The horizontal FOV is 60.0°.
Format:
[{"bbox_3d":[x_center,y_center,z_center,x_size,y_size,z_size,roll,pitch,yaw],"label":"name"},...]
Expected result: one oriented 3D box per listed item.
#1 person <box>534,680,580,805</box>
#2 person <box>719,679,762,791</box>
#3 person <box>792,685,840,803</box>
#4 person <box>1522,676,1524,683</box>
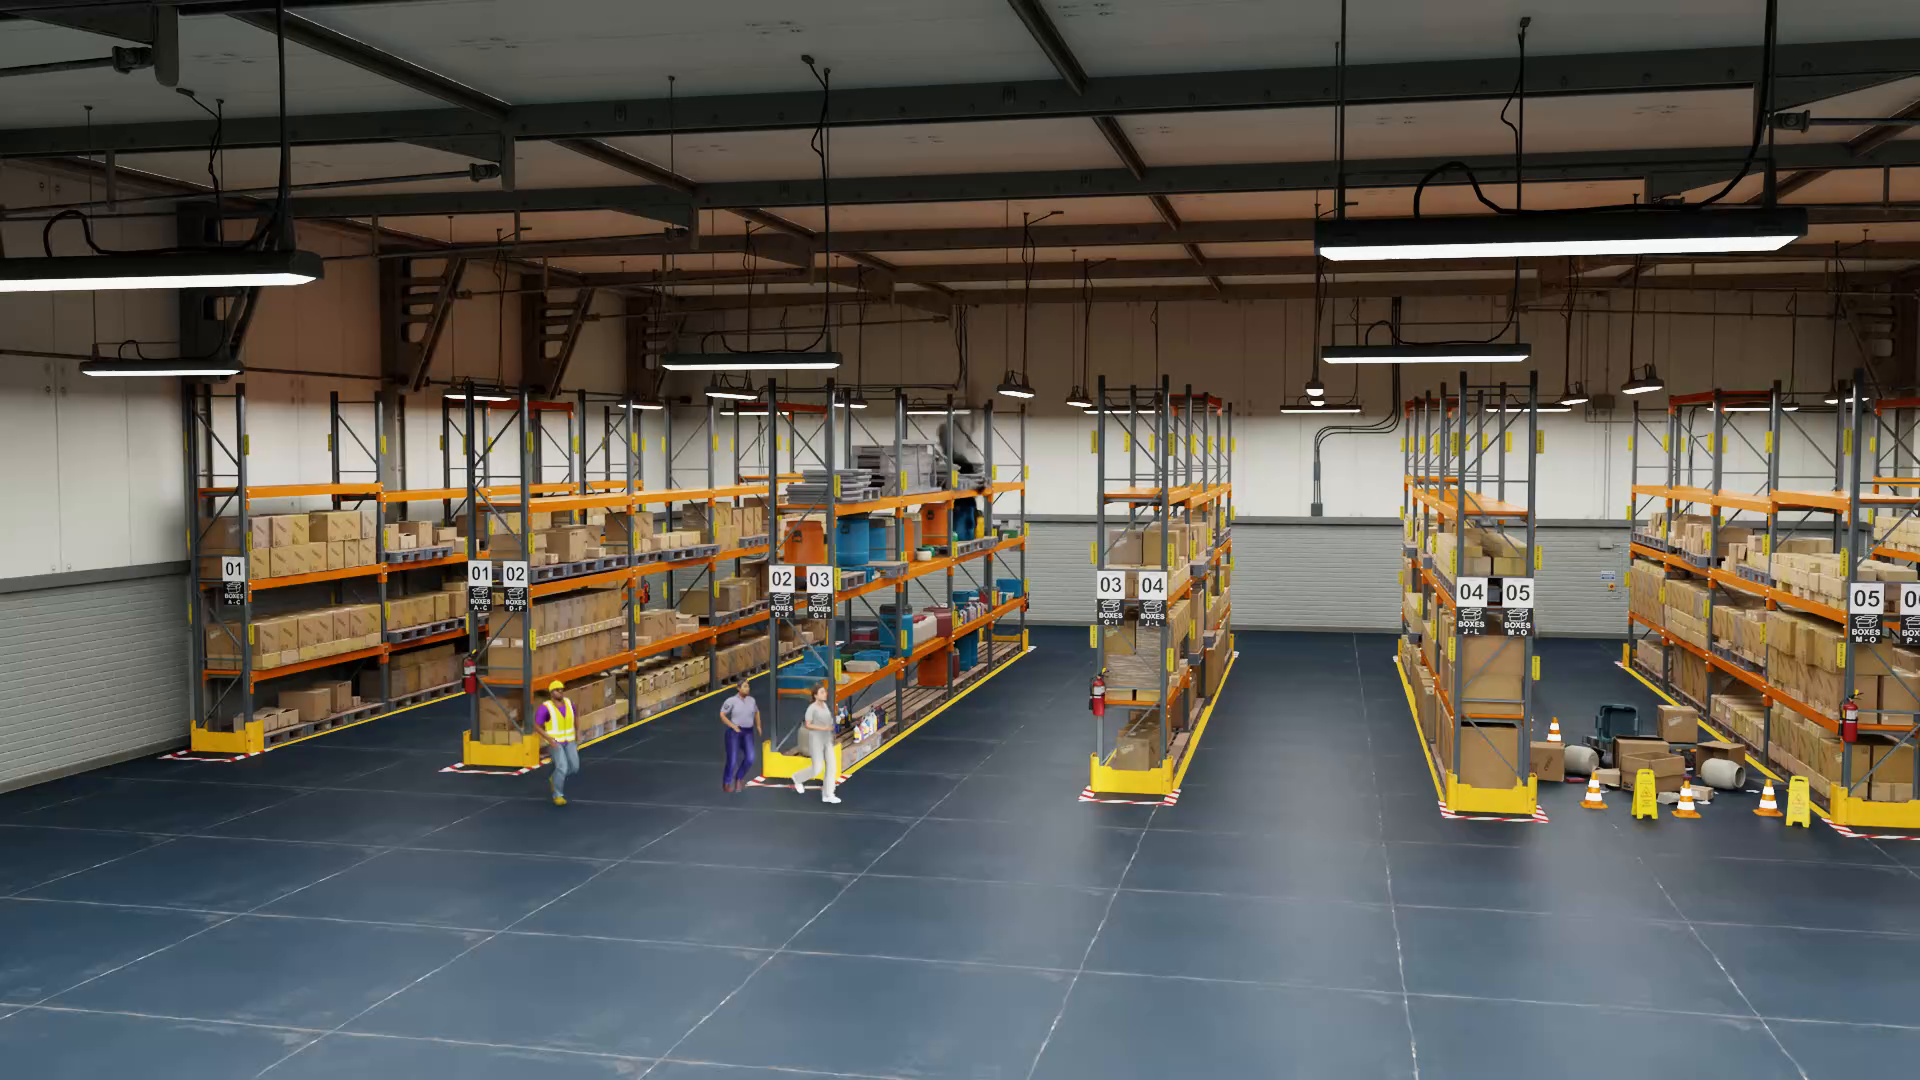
[{"bbox_3d":[-5.591,2.817,23.213,0.541,1.727,0.700,3,5,45],"label":"person"},{"bbox_3d":[-3.139,2.826,24.030,0.679,1.607,0.554,-2,4,-30],"label":"person"},{"bbox_3d":[-1.997,2.837,23.326,0.817,1.639,0.570,2,4,34],"label":"person"},{"bbox_3d":[11.731,2.192,34.949,0.596,1.649,0.644,1,3,14],"label":"person"}]
